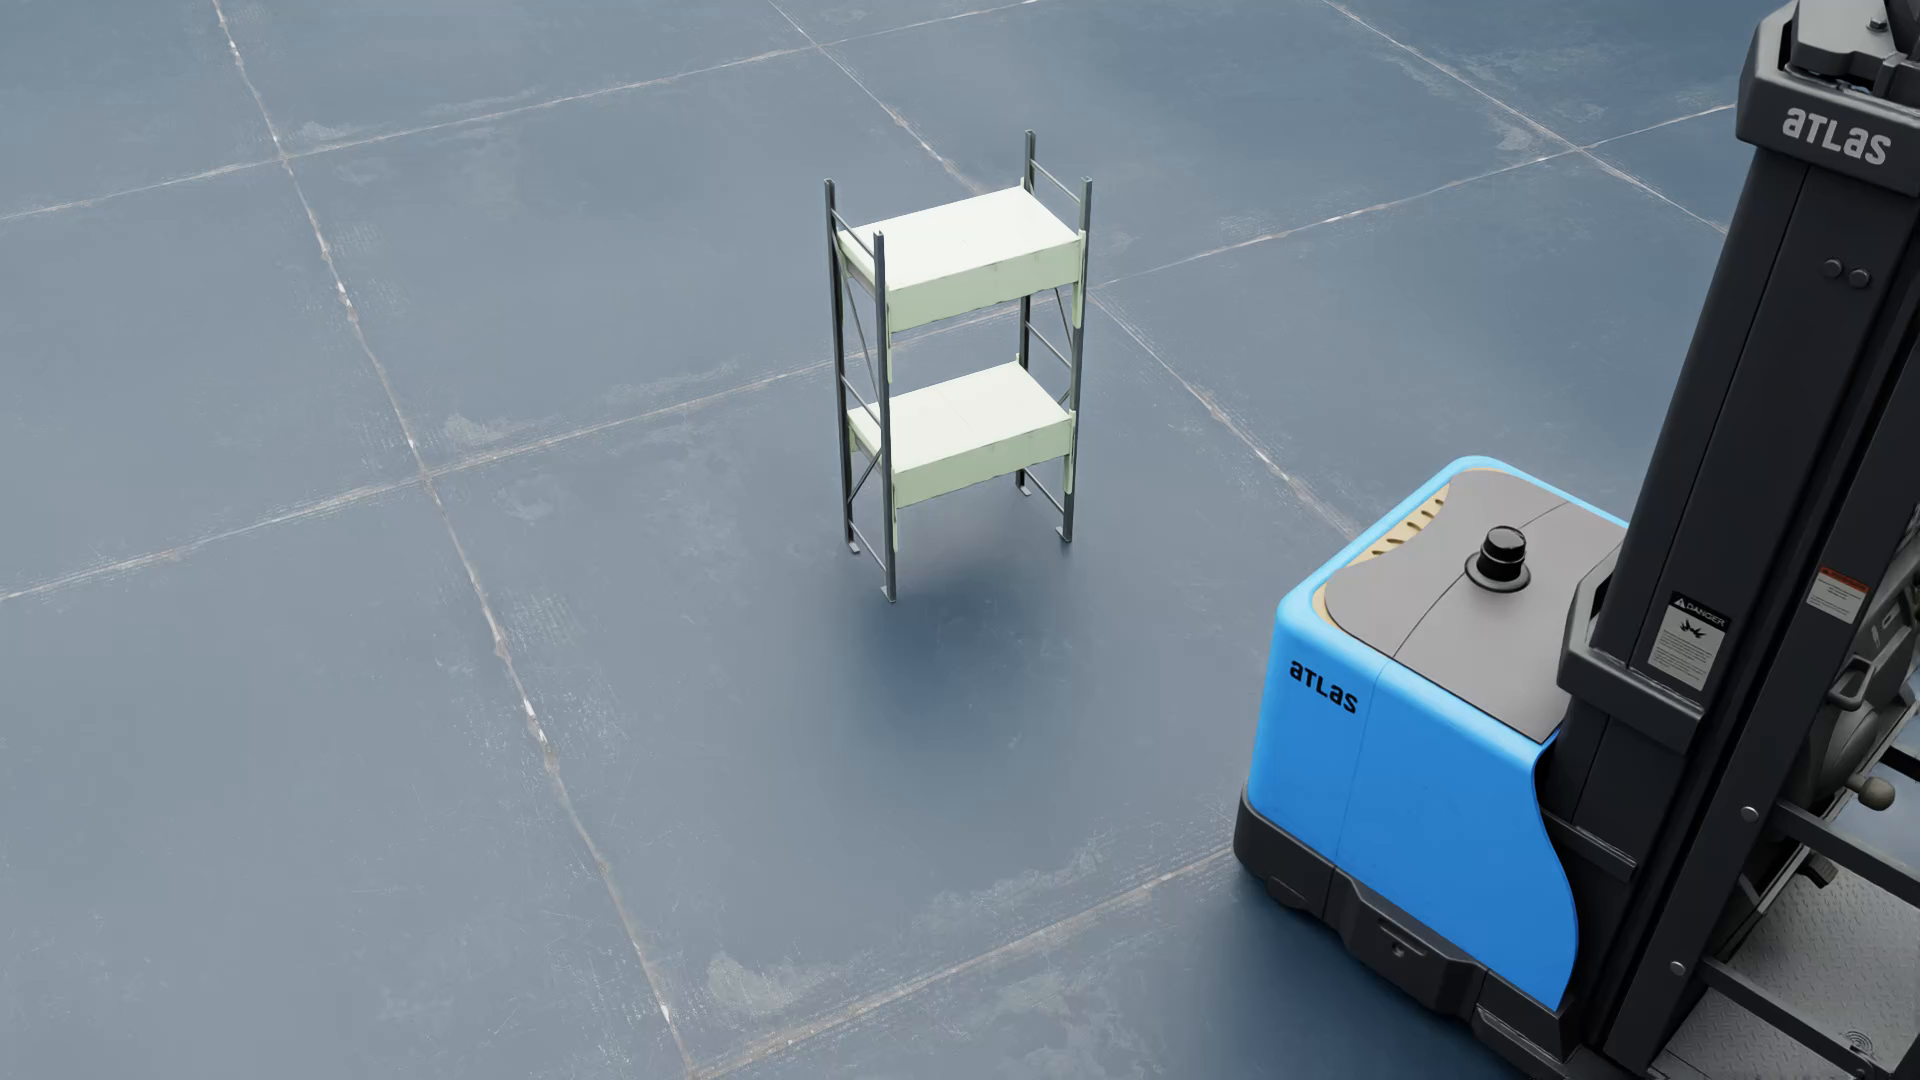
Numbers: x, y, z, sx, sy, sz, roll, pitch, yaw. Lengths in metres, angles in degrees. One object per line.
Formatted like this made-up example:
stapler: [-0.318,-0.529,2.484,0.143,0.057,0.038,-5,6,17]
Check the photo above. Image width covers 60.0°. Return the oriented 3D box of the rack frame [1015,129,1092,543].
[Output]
rack frame: [0.319,-0.680,5.892,0.023,1.500,0.400,-19,44,-21]

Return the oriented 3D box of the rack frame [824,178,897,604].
rack frame: [-0.331,-0.461,5.634,0.023,1.500,0.400,-19,44,-21]

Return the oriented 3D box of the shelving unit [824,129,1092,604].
shelving unit: [-0.006,-0.570,5.763,0.755,1.500,0.431,-19,44,-21]

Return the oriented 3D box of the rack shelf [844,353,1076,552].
rack shelf: [-0.006,-0.322,5.974,0.720,0.370,0.431,-19,44,-21]

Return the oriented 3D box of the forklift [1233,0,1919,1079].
forklift: [2.229,0.317,3.607,3.031,2.935,1.130,33,50,32]

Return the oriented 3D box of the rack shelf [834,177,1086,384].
rack shelf: [-0.006,-0.868,5.511,0.720,0.370,0.431,-19,44,-21]
